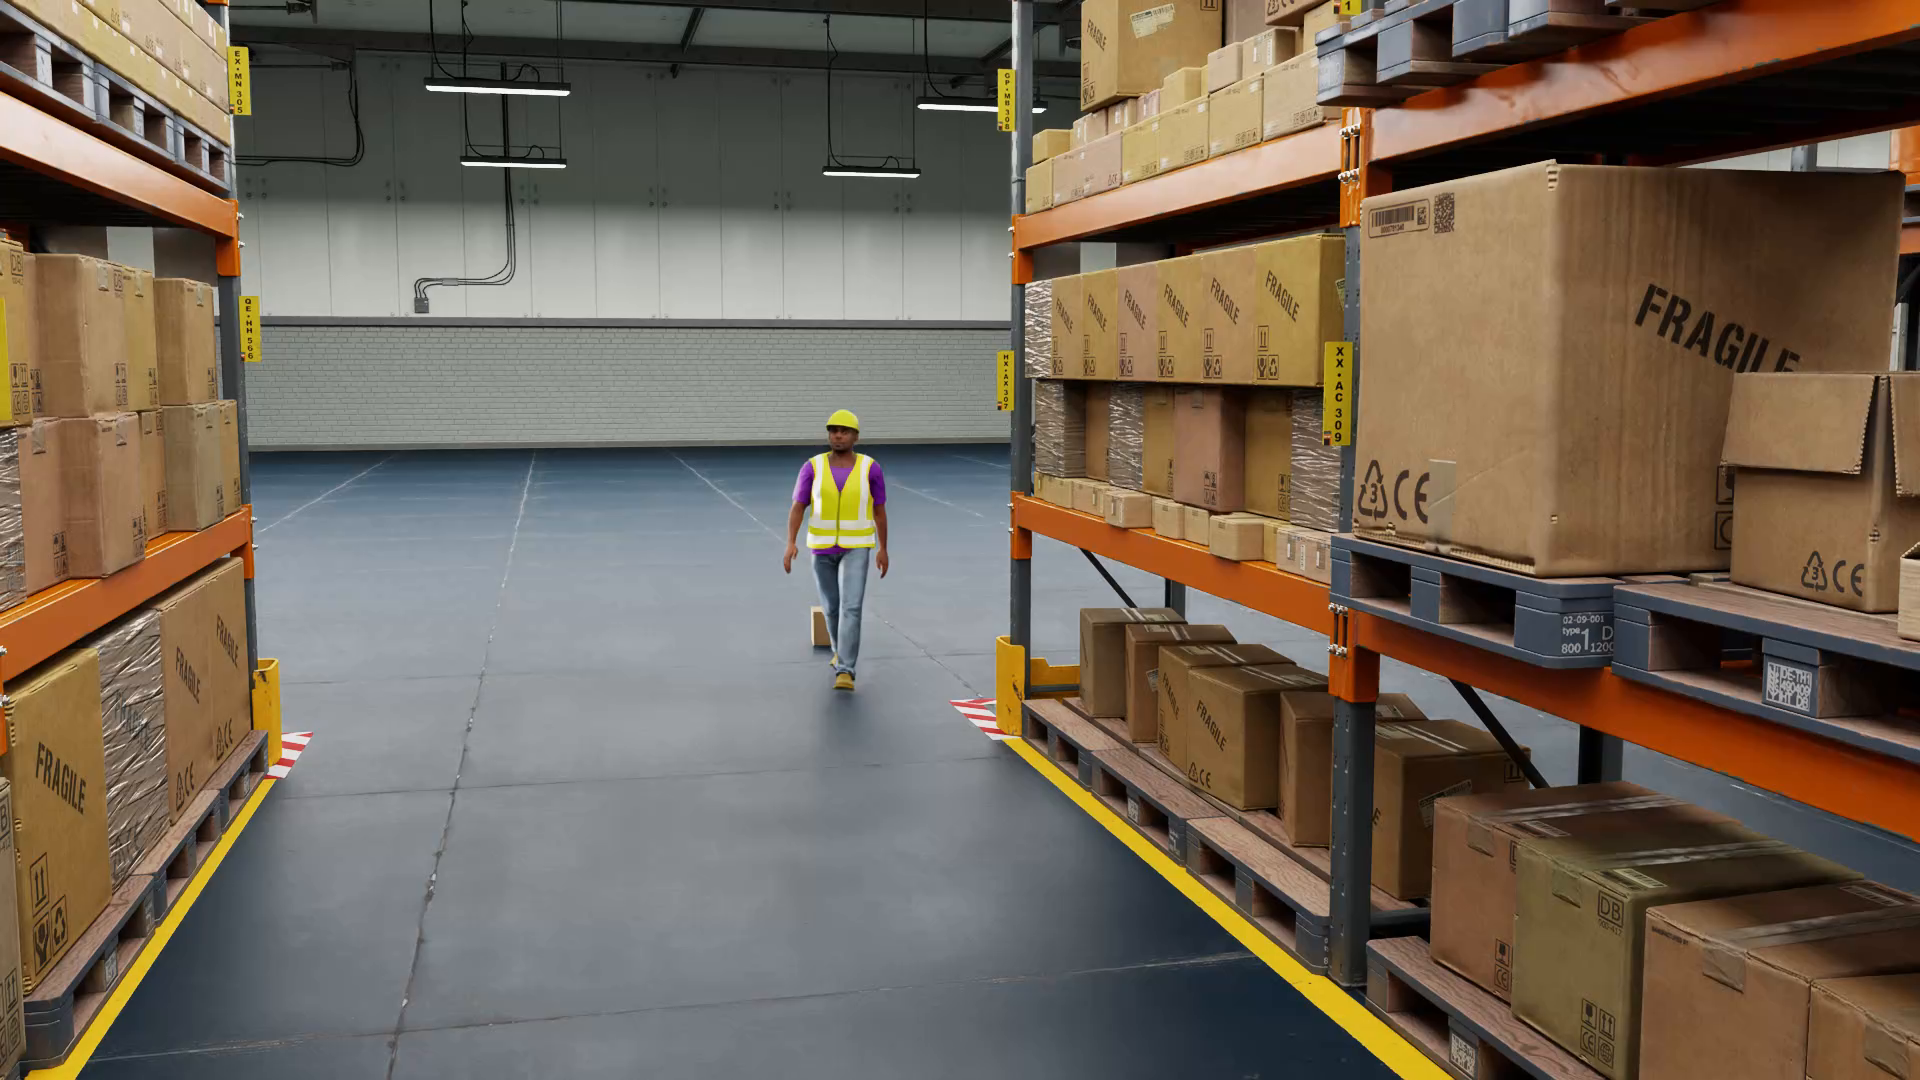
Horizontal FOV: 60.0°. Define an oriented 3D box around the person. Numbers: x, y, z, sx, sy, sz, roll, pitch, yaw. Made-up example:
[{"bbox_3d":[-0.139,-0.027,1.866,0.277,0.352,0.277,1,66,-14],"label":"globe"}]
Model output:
[{"bbox_3d":[-0.776,0.049,10.414,0.613,1.724,1.047,1,6,5],"label":"person"}]
